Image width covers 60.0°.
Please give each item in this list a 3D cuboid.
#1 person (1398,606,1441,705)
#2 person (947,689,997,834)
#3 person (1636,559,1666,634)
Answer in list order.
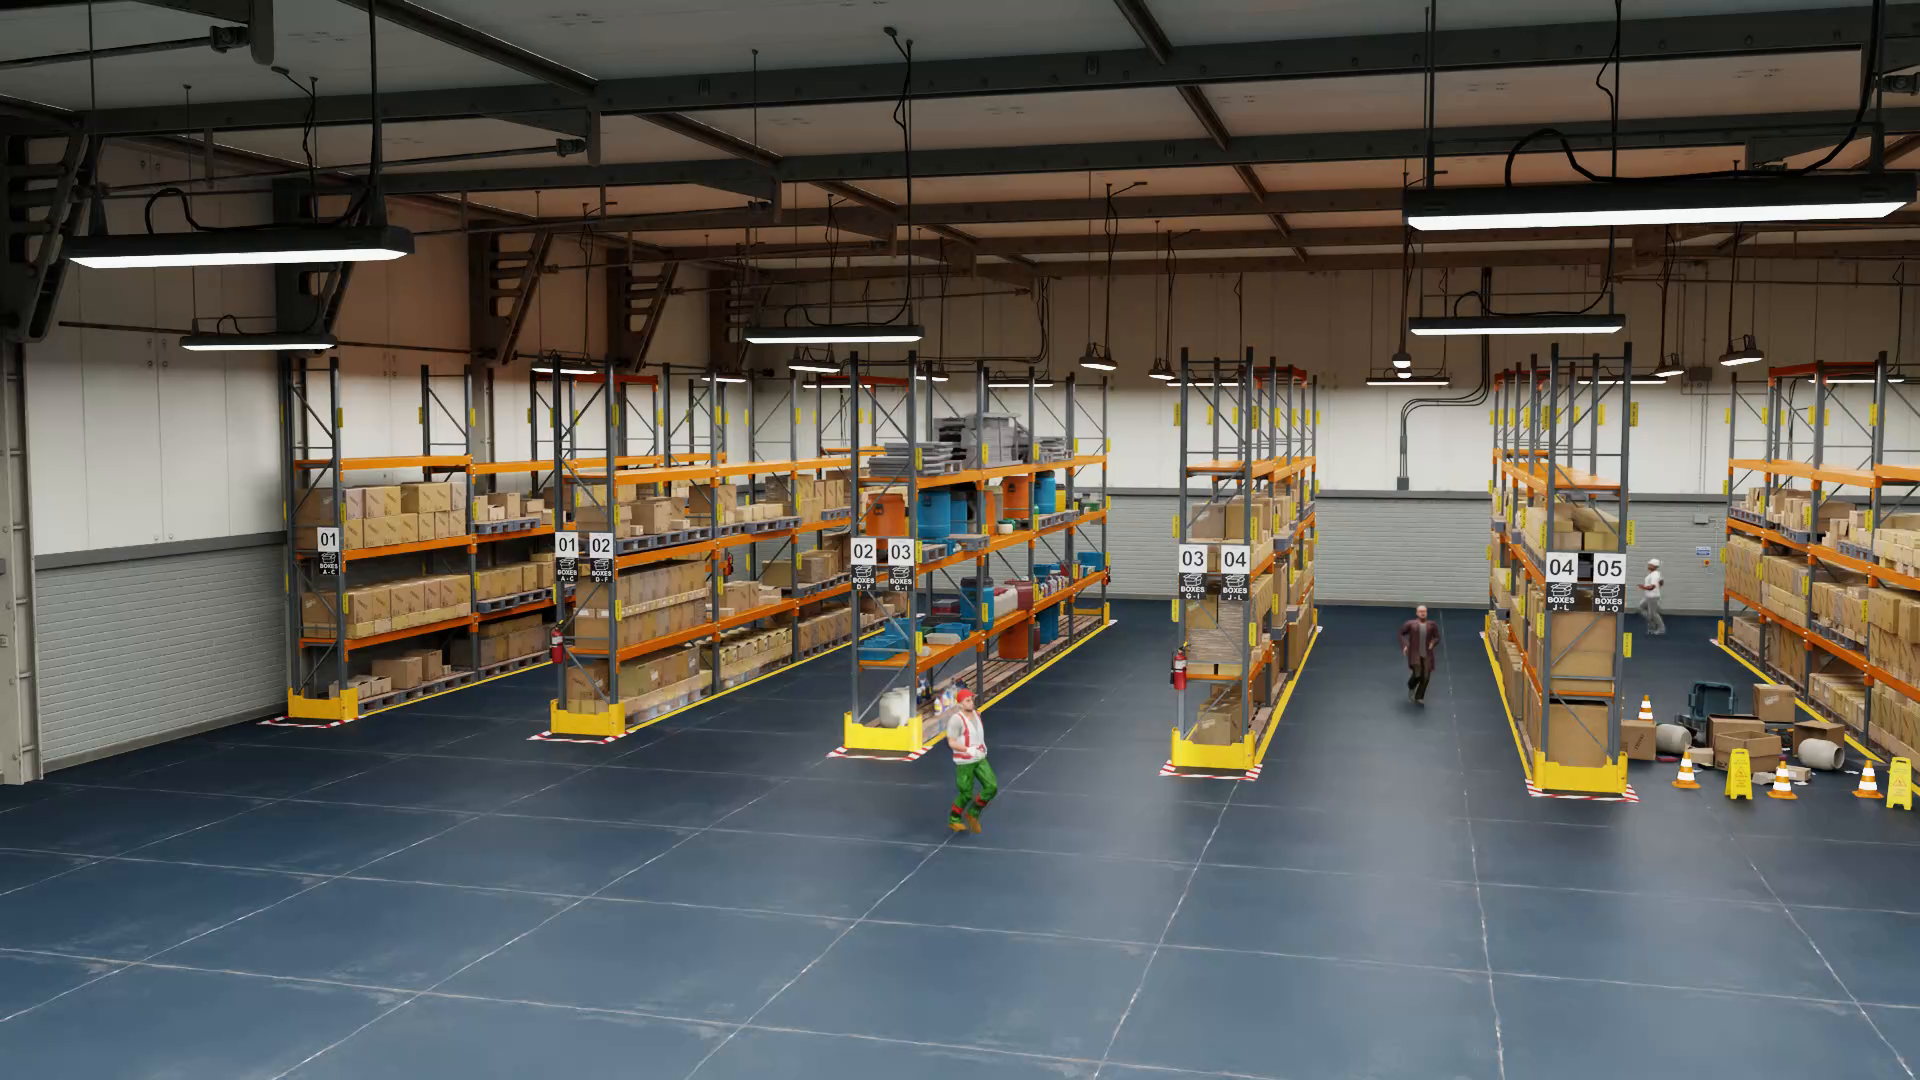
[{"bbox_3d":[8.010,2.011,28.888,0.699,1.736,0.619,0,4,2],"label":"person"},{"bbox_3d":[0.138,2.658,19.968,0.672,1.756,0.666,-4,6,-44],"label":"person"},{"bbox_3d":[15.927,1.308,38.353,0.688,1.760,0.680,1,4,14],"label":"person"}]
